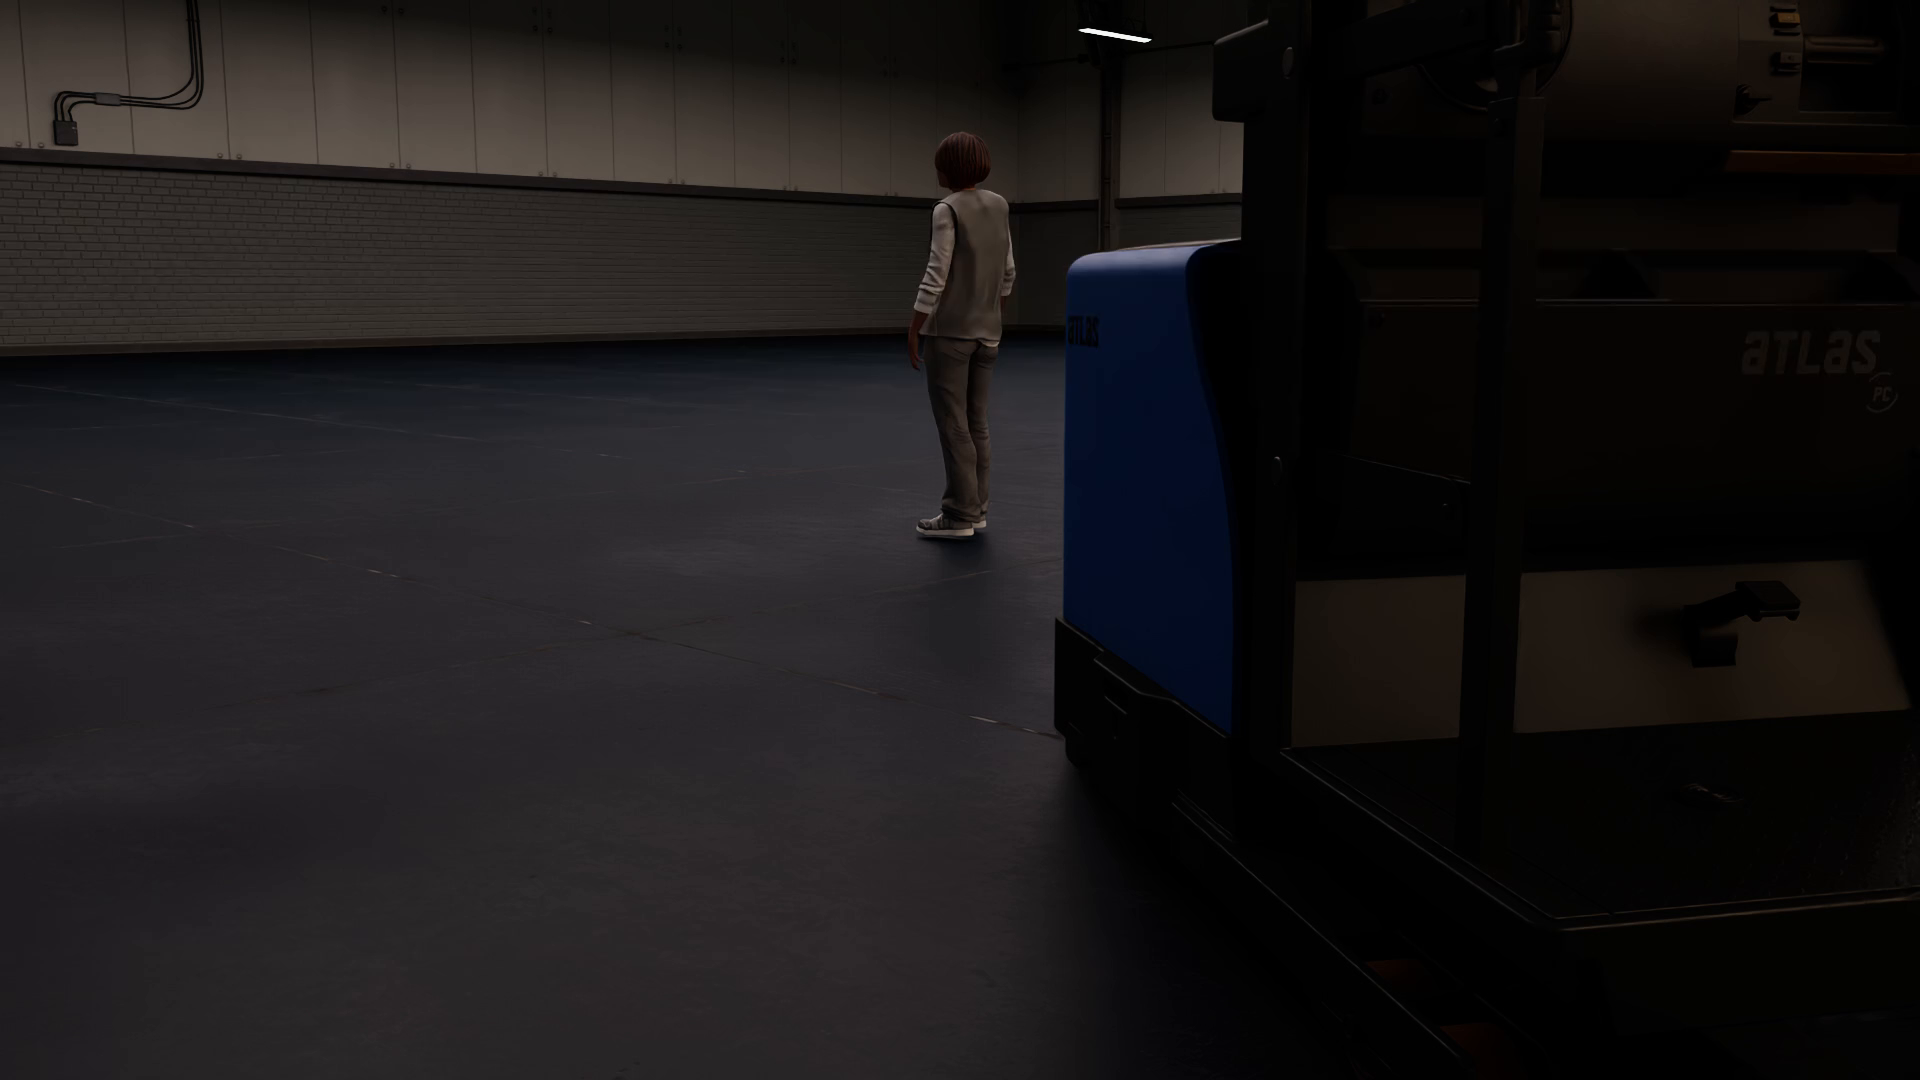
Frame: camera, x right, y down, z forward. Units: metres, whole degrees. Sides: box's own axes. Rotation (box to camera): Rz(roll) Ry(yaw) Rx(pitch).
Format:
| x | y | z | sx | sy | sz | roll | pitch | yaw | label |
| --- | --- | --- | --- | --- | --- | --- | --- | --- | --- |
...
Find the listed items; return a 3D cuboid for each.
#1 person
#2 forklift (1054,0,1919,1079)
| x | y | z | sx | sy | sz | roll | pitch | yaw | label |
| --- | --- | --- | --- | --- | --- | --- | --- | --- | --- |
| -0.043 | -0.806 | 6.658 | 0.475 | 1.597 | 0.520 | 8 | 12 | 43 | person |
| 1.019 | -0.786 | 2.095 | 1.130 | 2.935 | 3.031 | -2 | 9 | -12 | forklift |
